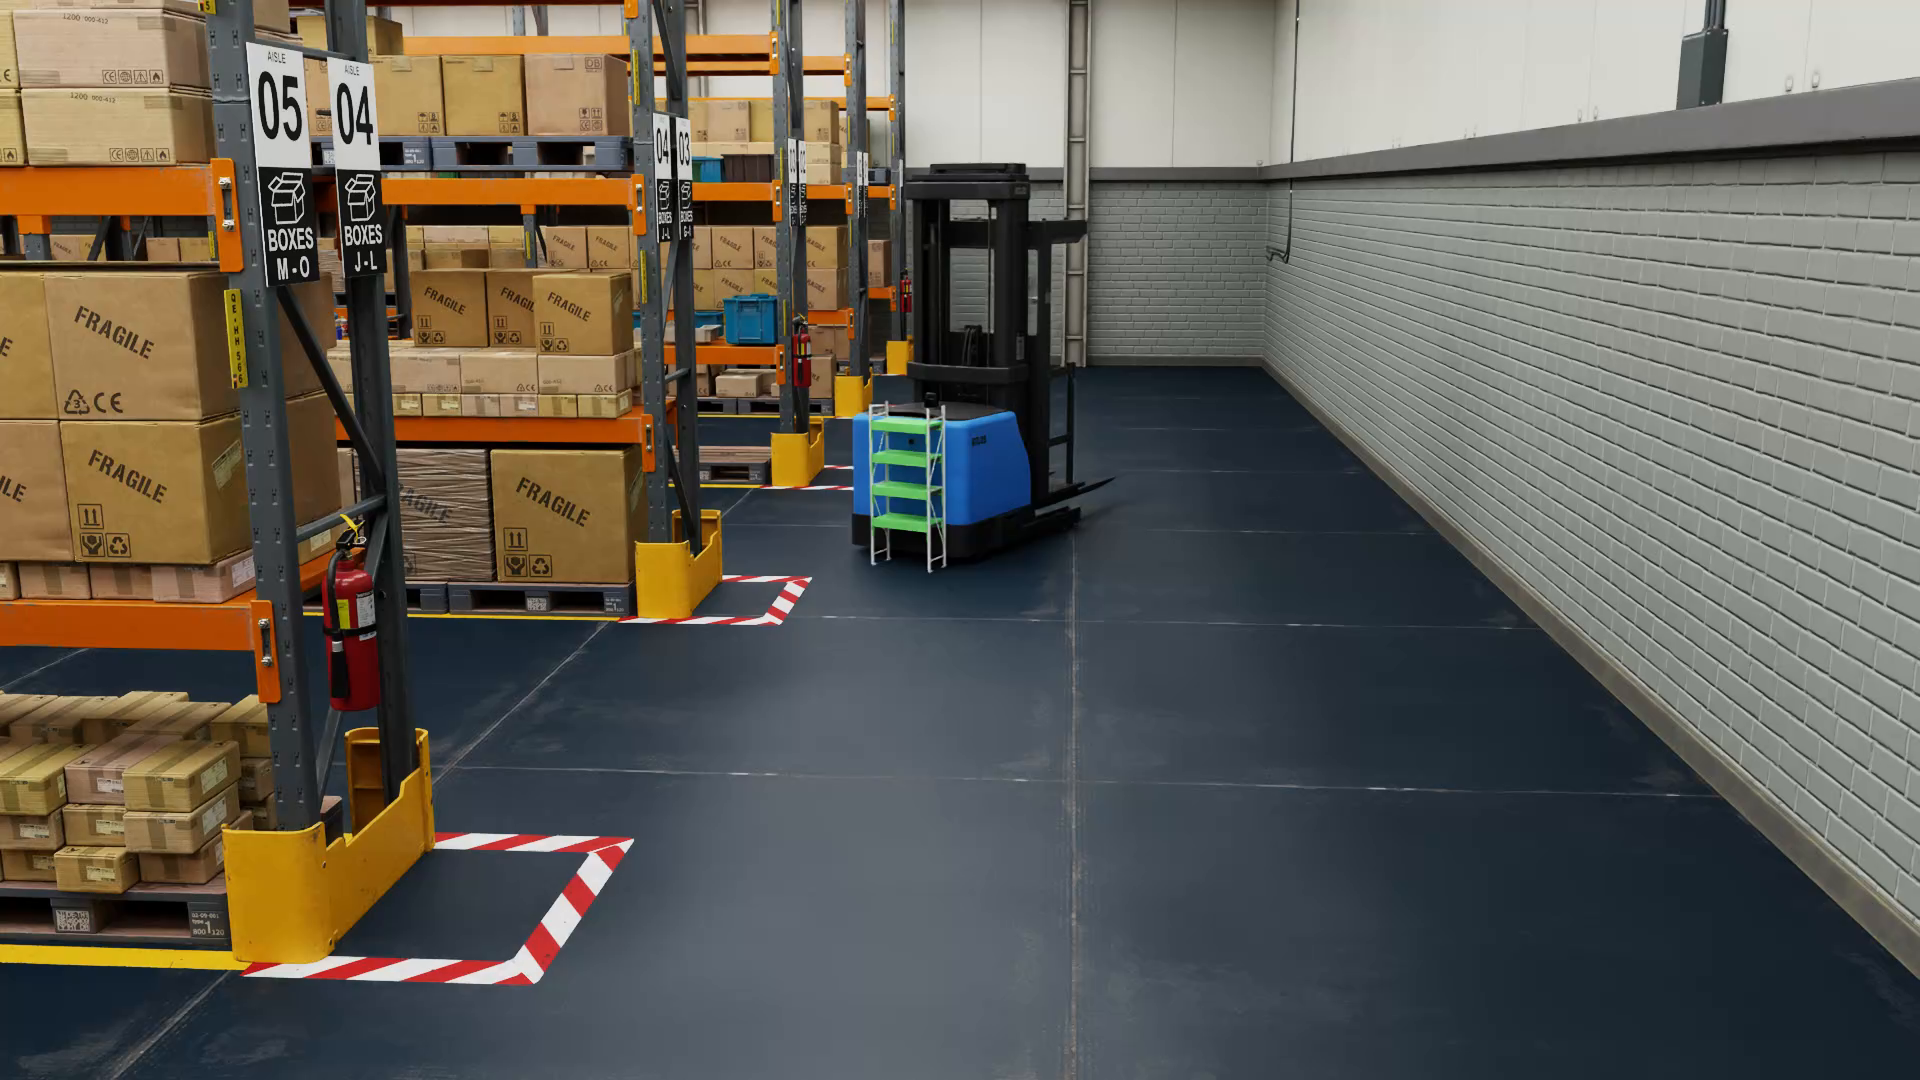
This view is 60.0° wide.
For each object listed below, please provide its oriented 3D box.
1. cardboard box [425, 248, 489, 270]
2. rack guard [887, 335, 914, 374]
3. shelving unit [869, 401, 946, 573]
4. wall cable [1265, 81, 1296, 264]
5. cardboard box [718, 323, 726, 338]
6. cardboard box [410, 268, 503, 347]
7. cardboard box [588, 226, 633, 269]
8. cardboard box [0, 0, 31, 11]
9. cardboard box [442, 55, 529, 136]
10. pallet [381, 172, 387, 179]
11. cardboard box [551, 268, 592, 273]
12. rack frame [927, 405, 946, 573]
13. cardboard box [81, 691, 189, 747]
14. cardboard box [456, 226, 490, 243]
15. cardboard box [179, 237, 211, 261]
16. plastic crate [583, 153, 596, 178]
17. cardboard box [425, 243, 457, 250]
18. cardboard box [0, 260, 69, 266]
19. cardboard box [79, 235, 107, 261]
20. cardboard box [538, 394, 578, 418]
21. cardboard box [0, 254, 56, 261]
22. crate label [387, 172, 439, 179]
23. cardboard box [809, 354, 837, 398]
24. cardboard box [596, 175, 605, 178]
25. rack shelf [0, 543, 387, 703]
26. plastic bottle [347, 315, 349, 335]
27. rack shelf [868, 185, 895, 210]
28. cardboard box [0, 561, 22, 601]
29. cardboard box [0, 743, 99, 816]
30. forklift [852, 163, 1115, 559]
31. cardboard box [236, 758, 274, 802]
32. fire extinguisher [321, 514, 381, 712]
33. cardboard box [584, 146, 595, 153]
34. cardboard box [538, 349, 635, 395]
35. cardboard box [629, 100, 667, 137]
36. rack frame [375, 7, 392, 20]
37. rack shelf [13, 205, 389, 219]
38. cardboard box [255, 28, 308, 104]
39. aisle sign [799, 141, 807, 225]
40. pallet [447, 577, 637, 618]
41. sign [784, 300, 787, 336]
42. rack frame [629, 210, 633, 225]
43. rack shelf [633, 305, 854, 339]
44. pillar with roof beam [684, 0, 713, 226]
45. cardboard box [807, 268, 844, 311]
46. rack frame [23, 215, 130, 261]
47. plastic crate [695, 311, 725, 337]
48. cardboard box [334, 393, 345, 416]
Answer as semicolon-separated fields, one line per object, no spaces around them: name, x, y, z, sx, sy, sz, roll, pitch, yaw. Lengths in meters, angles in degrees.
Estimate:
cardboard box;-6.400;-3.457;21.197;0.500;0.500;0.700;3;12;13
rack guard;-0.910;-2.887;25.849;0.348;0.500;1.175;1;12;4
shelving unit;-0.384;-0.395;12.222;0.503;1.200;0.258;7;14;29
wall cable;4.685;-5.377;24.579;0.112;2.526;3.097;1;12;4
cardboard box;-3.685;-3.109;25.884;0.500;0.500;0.700;1;12;3
cardboard box;-3.404;-1.589;11.346;0.500;0.500;0.500;0;12;2
cardboard box;-4.286;-3.621;20.567;0.500;0.500;0.500;0;12;2
cardboard box;-3.206;-1.869;5.723;0.250;0.149;0.380;0;12;2
cardboard box;-3.003;-2.875;10.848;0.500;0.500;0.700;0;12;2
pallet;-6.933;-4.567;20.906;1.003;0.211;1.213;1;12;4
cardboard box;-4.762;-3.140;20.708;0.500;0.500;0.500;1;12;5
rack frame;-0.171;-0.371;12.104;0.015;1.200;0.240;7;14;29
cardboard box;-3.385;0.750;6.841;0.250;0.149;0.380;1;12;4
cardboard box;-7.445;-4.720;25.654;0.500;0.250;0.500;1;12;4
cardboard box;-11.845;-4.516;26.214;0.500;0.500;0.700;2;12;10
plastic crate;-3.787;-3.591;16.071;0.530;0.282;0.437;1;12;4
cardboard box;-7.927;-4.357;25.750;0.500;0.500;0.500;1;12;6
cardboard box;-3.811;-0.825;6.473;0.500;0.500;0.500;1;12;2
cardboard box;-13.400;-4.522;26.045;0.500;0.500;0.500;1;12;4
cardboard box;-2.564;-0.893;10.825;0.250;0.149;0.380;1;12;4
cardboard box;-6.556;-1.677;11.264;0.637;0.503;0.797;0;12;2
crate label;-5.118;-3.415;15.586;0.466;0.136;0.293;1;12;4
cardboard box;-1.820;-2.048;20.762;0.500;0.500;0.500;1;12;4
cardboard box;-4.285;-4.484;20.416;0.500;0.250;0.500;1;12;4
rack shelf;-4.355;0.261;6.449;4.000;0.370;1.077;1;12;4
plastic bottle;-6.058;-2.179;16.642;0.133;0.283;0.061;1;12;4
rack shelf;-2.930;-5.254;25.492;4.000;0.370;1.077;1;12;4
cardboard box;-3.457;0.103;6.064;0.250;0.149;0.380;1;12;5
cardboard box;-3.418;0.887;6.185;0.250;0.149;0.380;1;12;2
forklift;0.344;-1.549;13.515;1.130;2.935;3.031;7;14;29
cardboard box;-2.865;0.921;6.748;0.250;0.149;0.380;1;12;6
fire extinguisher;-2.139;0.255;5.823;0.183;0.674;0.296;1;12;4
cardboard box;-4.285;-4.729;20.370;0.500;0.250;0.500;1;12;4
cardboard box;-2.428;-1.100;10.839;0.500;0.250;0.500;1;12;3
cardboard box;-3.776;-5.120;20.406;0.500;0.500;0.700;1;12;4
rack frame;-5.587;-5.078;15.567;0.127;3.000;1.000;1;12;4
rack shelf;-7.583;-3.285;16.078;4.000;0.370;1.077;1;12;4
cardboard box;-2.790;-1.762;6.185;0.500;0.250;0.500;1;12;5
aisle sign;-1.504;-3.419;15.938;0.004;0.787;0.394;1;12;4
pallet;-2.730;0.295;11.343;1.213;0.211;1.003;1;12;4
sign;-1.617;-2.054;15.364;0.005;0.325;0.100;1;12;4
rack frame;-4.925;-4.166;25.856;0.127;3.000;1.000;1;12;4
rack shelf;-3.257;-2.774;20.961;4.000;0.370;1.077;1;12;4
pillar with roof beam;-4.457;-6.390;21.837;0.400;9.000;9.100;1;12;4
cardboard box;-1.726;-3.098;20.510;0.500;0.500;0.500;1;12;5
rack frame;-5.918;-1.130;11.344;0.127;3.000;1.000;1;12;4
plastic crate;-2.477;-2.114;16.311;0.300;0.233;0.416;1;12;4
cardboard box;-4.090;-0.914;10.925;0.250;0.149;0.380;0;12;2
